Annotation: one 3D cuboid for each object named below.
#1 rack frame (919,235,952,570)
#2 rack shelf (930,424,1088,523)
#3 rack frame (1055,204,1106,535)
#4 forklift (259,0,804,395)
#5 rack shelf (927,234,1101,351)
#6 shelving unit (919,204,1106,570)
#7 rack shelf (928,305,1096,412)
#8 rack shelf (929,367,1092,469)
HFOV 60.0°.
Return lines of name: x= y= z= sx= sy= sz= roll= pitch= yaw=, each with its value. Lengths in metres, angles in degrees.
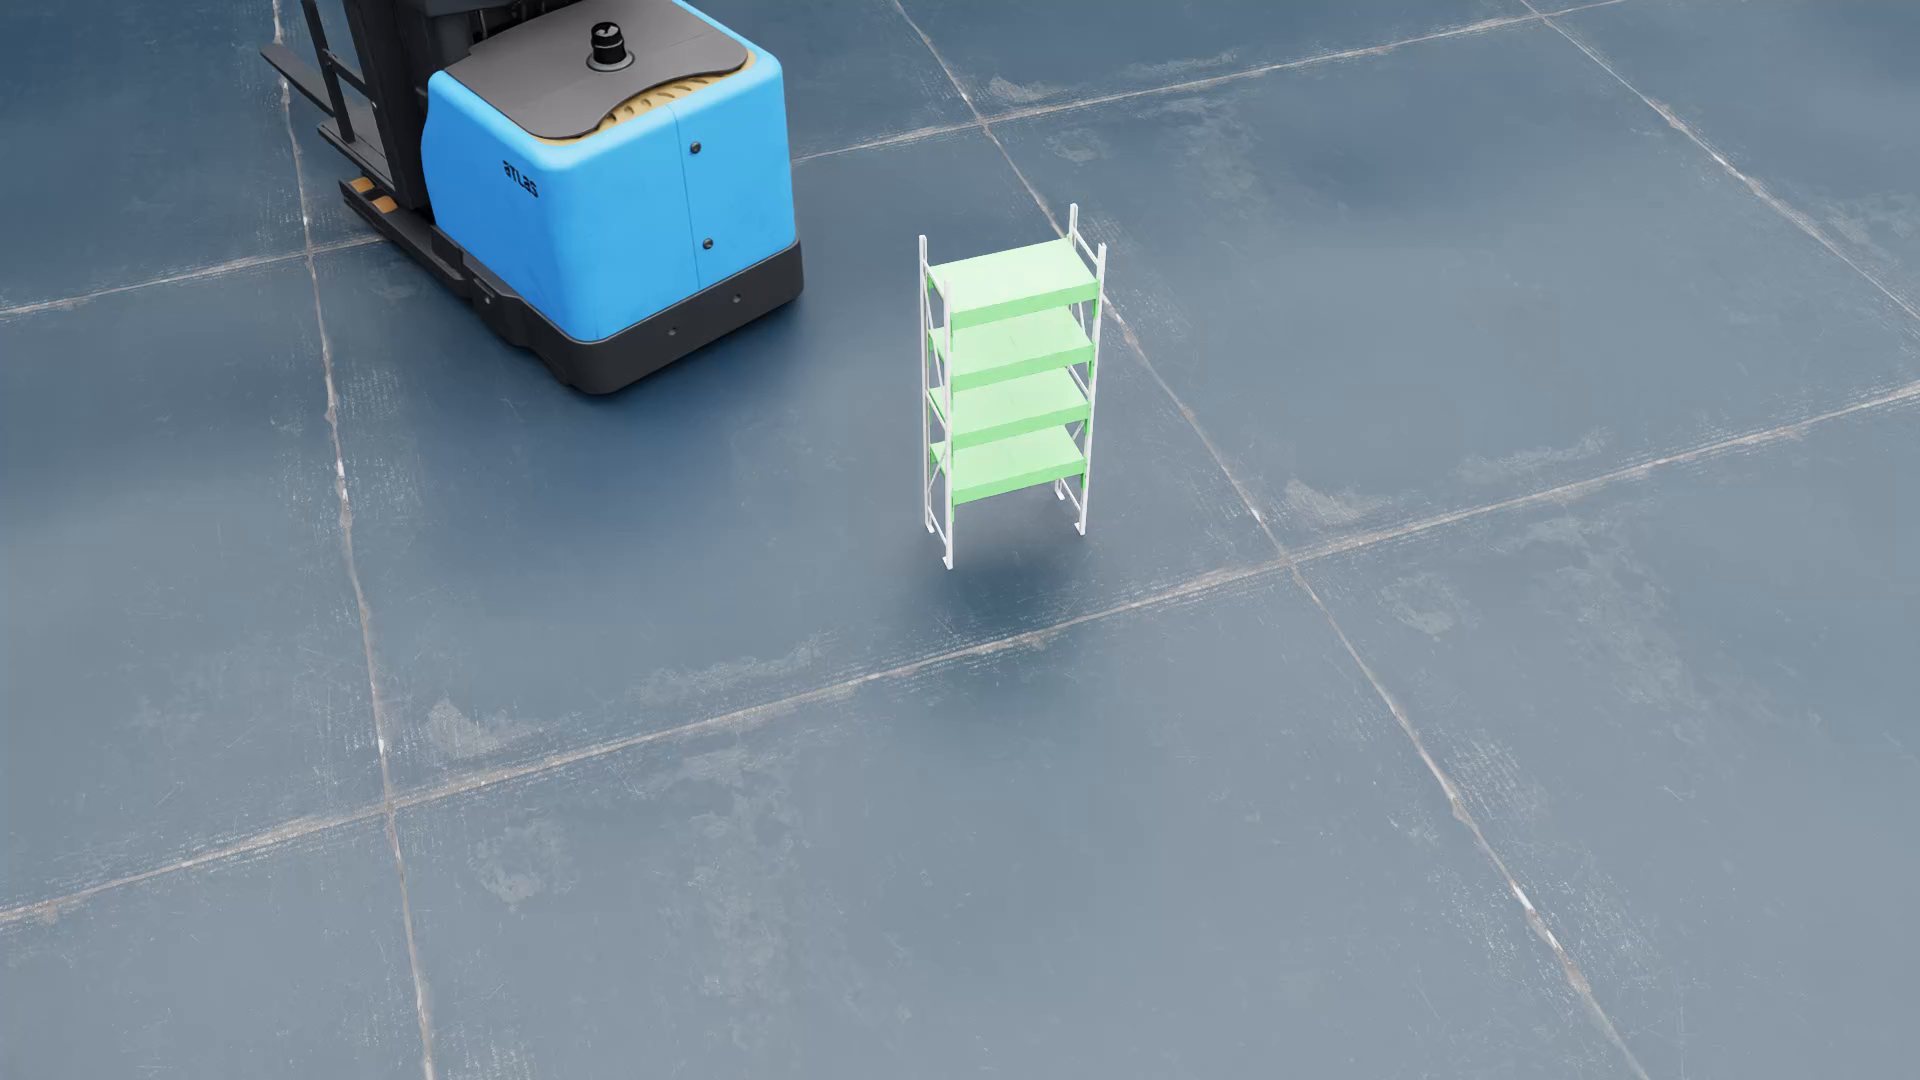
rack frame: x=-0.074 y=-0.405 z=5.306 sx=0.015 sy=1.200 sz=0.240 roll=-14 pitch=47 yaw=-14
rack shelf: x=0.156 y=-0.249 z=5.580 sx=0.480 sy=0.148 sz=0.258 roll=-14 pitch=47 yaw=-14
rack frame: x=0.385 y=-0.522 z=5.423 sx=0.015 sy=1.200 sz=0.240 roll=-14 pitch=47 yaw=-14
forklift: x=-1.988 y=-2.535 z=6.208 sx=1.130 sy=2.935 sz=3.031 roll=-33 pitch=54 yaw=-28
rack shelf: x=0.156 y=-0.757 z=5.070 sx=0.480 sy=0.148 sz=0.258 roll=-14 pitch=47 yaw=-14
shelving unit: x=0.156 y=-0.463 z=5.365 sx=0.503 sy=1.200 sz=0.258 roll=-14 pitch=47 yaw=-14
rack shelf: x=0.156 y=-0.588 z=5.240 sx=0.480 sy=0.148 sz=0.258 roll=-14 pitch=47 yaw=-14
rack shelf: x=0.156 y=-0.418 z=5.410 sx=0.480 sy=0.148 sz=0.258 roll=-14 pitch=47 yaw=-14
